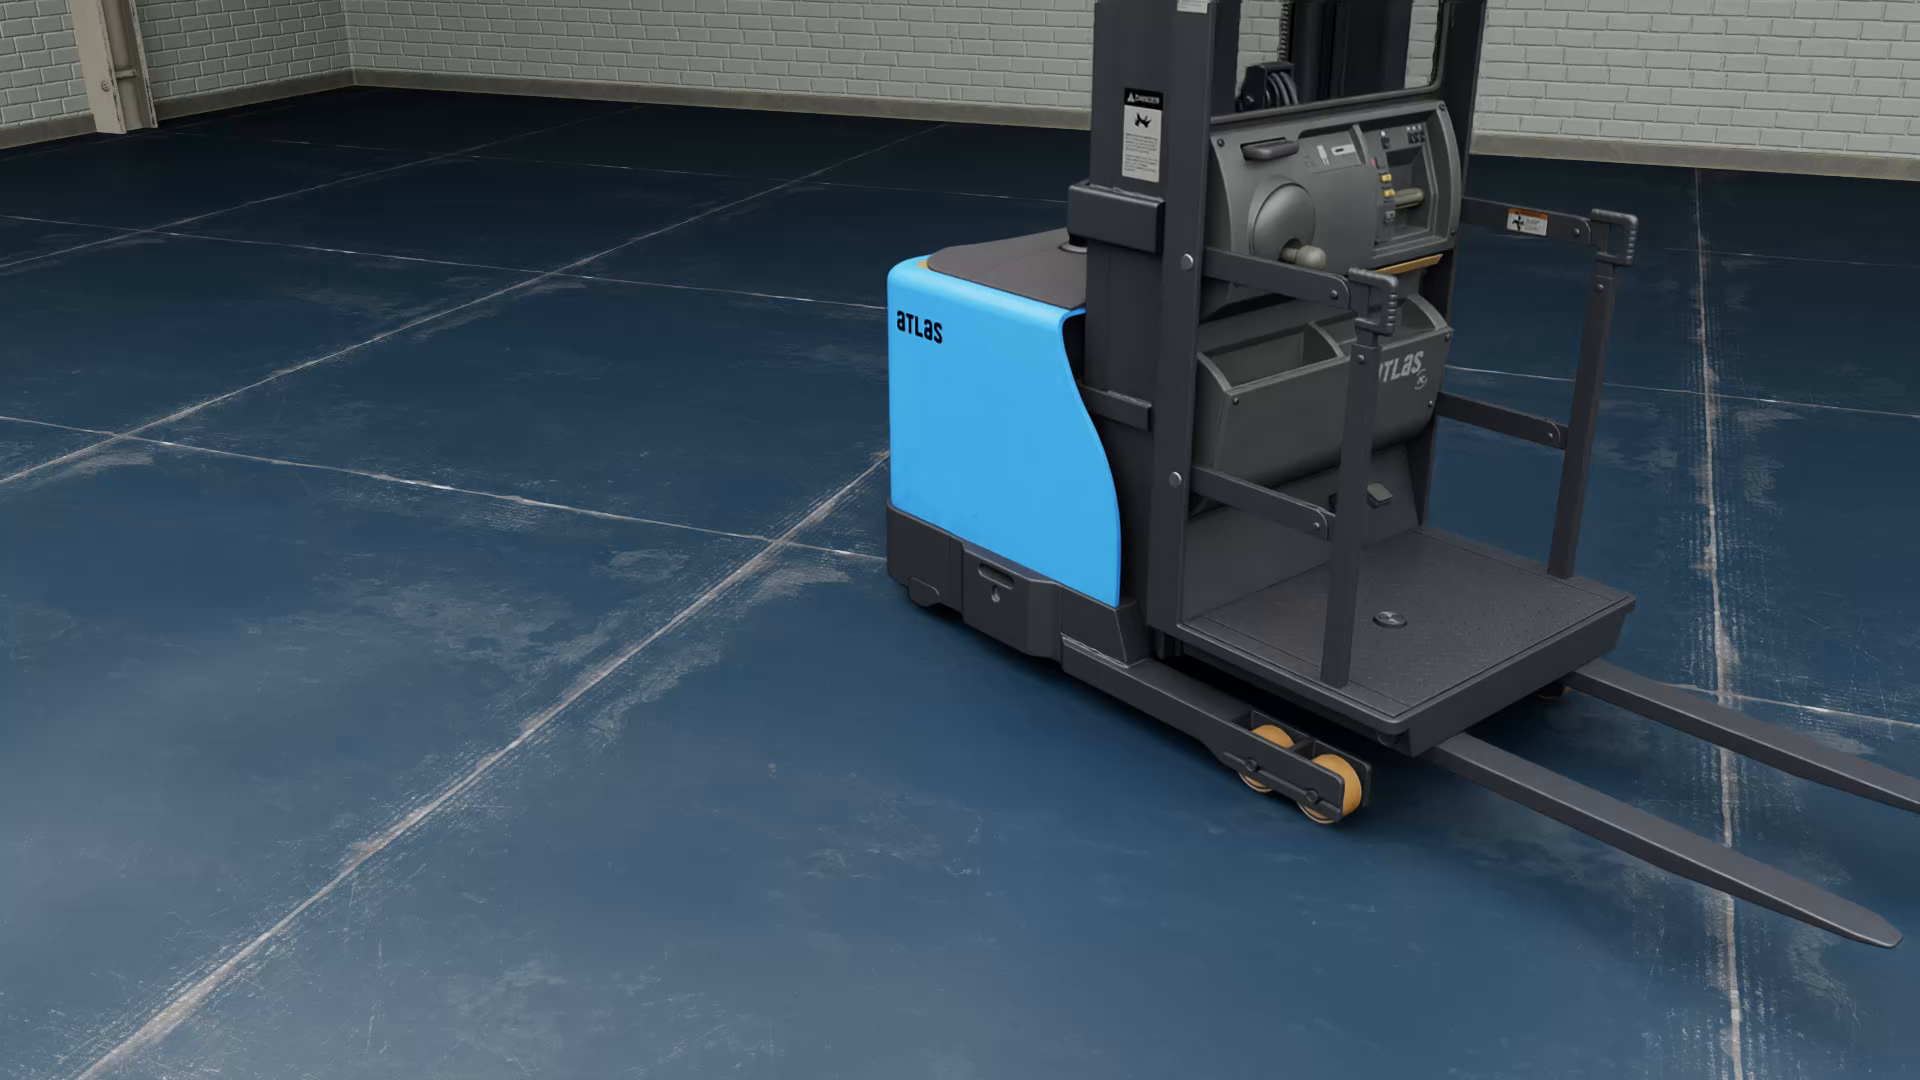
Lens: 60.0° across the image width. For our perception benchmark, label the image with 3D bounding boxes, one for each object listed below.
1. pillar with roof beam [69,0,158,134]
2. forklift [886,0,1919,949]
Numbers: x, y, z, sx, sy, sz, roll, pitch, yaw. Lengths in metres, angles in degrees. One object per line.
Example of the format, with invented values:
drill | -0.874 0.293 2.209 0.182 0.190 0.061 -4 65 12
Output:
pillar with roof beam | -3.054 -7.011 10.861 9.100 9.000 0.400 9 24 20
forklift | 1.102 -0.876 4.045 1.130 2.935 3.031 -18 29 -37
